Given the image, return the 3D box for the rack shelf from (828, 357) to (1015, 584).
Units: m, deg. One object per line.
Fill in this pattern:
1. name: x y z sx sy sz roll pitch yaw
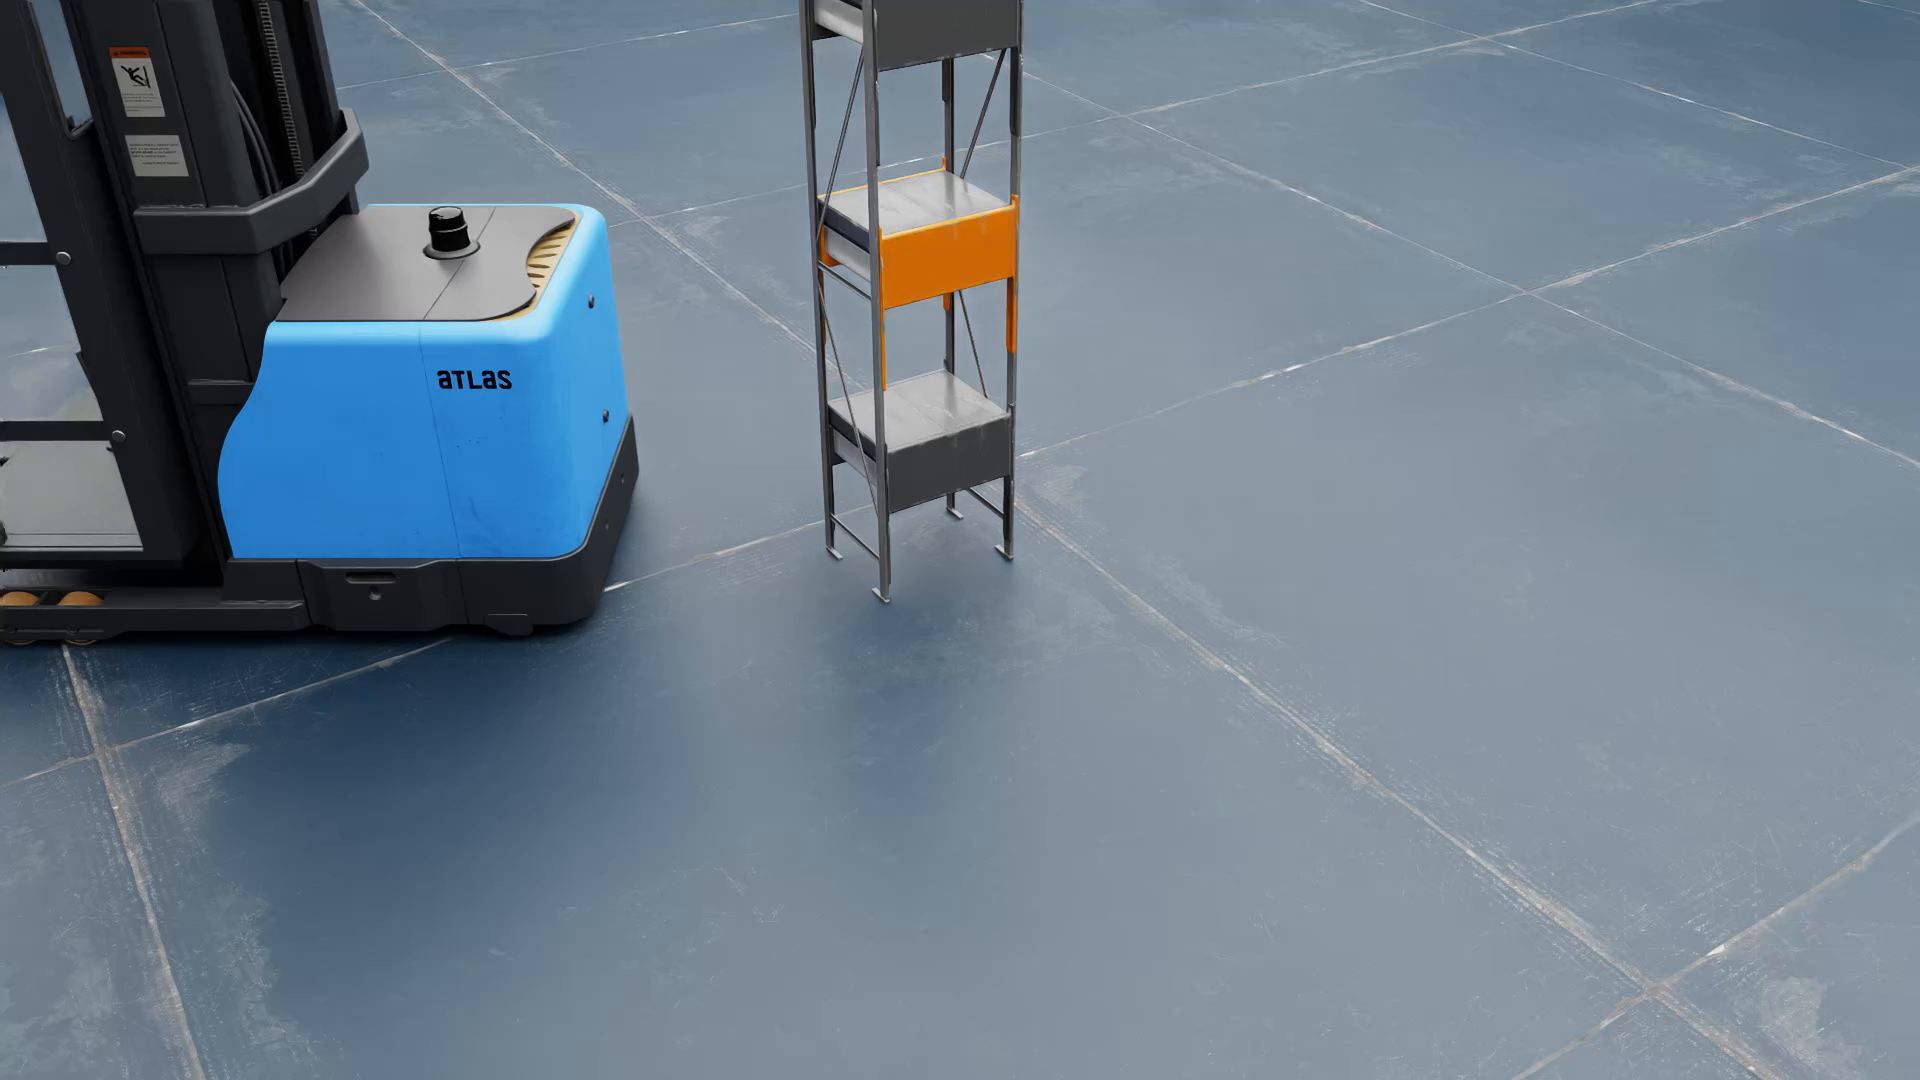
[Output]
1. rack shelf: -0.139 -0.237 5.495 0.480 0.518 0.431 -19 37 -27

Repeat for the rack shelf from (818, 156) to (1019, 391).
1. rack shelf: -0.139 -0.829 5.121 0.480 0.518 0.431 -19 37 -27

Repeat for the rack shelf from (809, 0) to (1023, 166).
1. rack shelf: -0.139 -1.421 4.748 0.480 0.518 0.431 -19 37 -27

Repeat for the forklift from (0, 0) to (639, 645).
1. forklift: -2.671 -1.193 4.894 3.031 2.935 1.130 0 32 0

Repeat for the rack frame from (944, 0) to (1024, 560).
1. rack frame: 0.066 -0.911 5.226 0.015 2.100 0.400 -19 37 -27

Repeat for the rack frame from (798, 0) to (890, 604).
1. rack frame: -0.344 -0.770 5.002 0.015 2.100 0.400 -19 37 -27

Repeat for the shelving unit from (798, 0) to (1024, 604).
1. shelving unit: -0.139 -0.840 5.114 0.503 2.100 0.431 -19 37 -27
